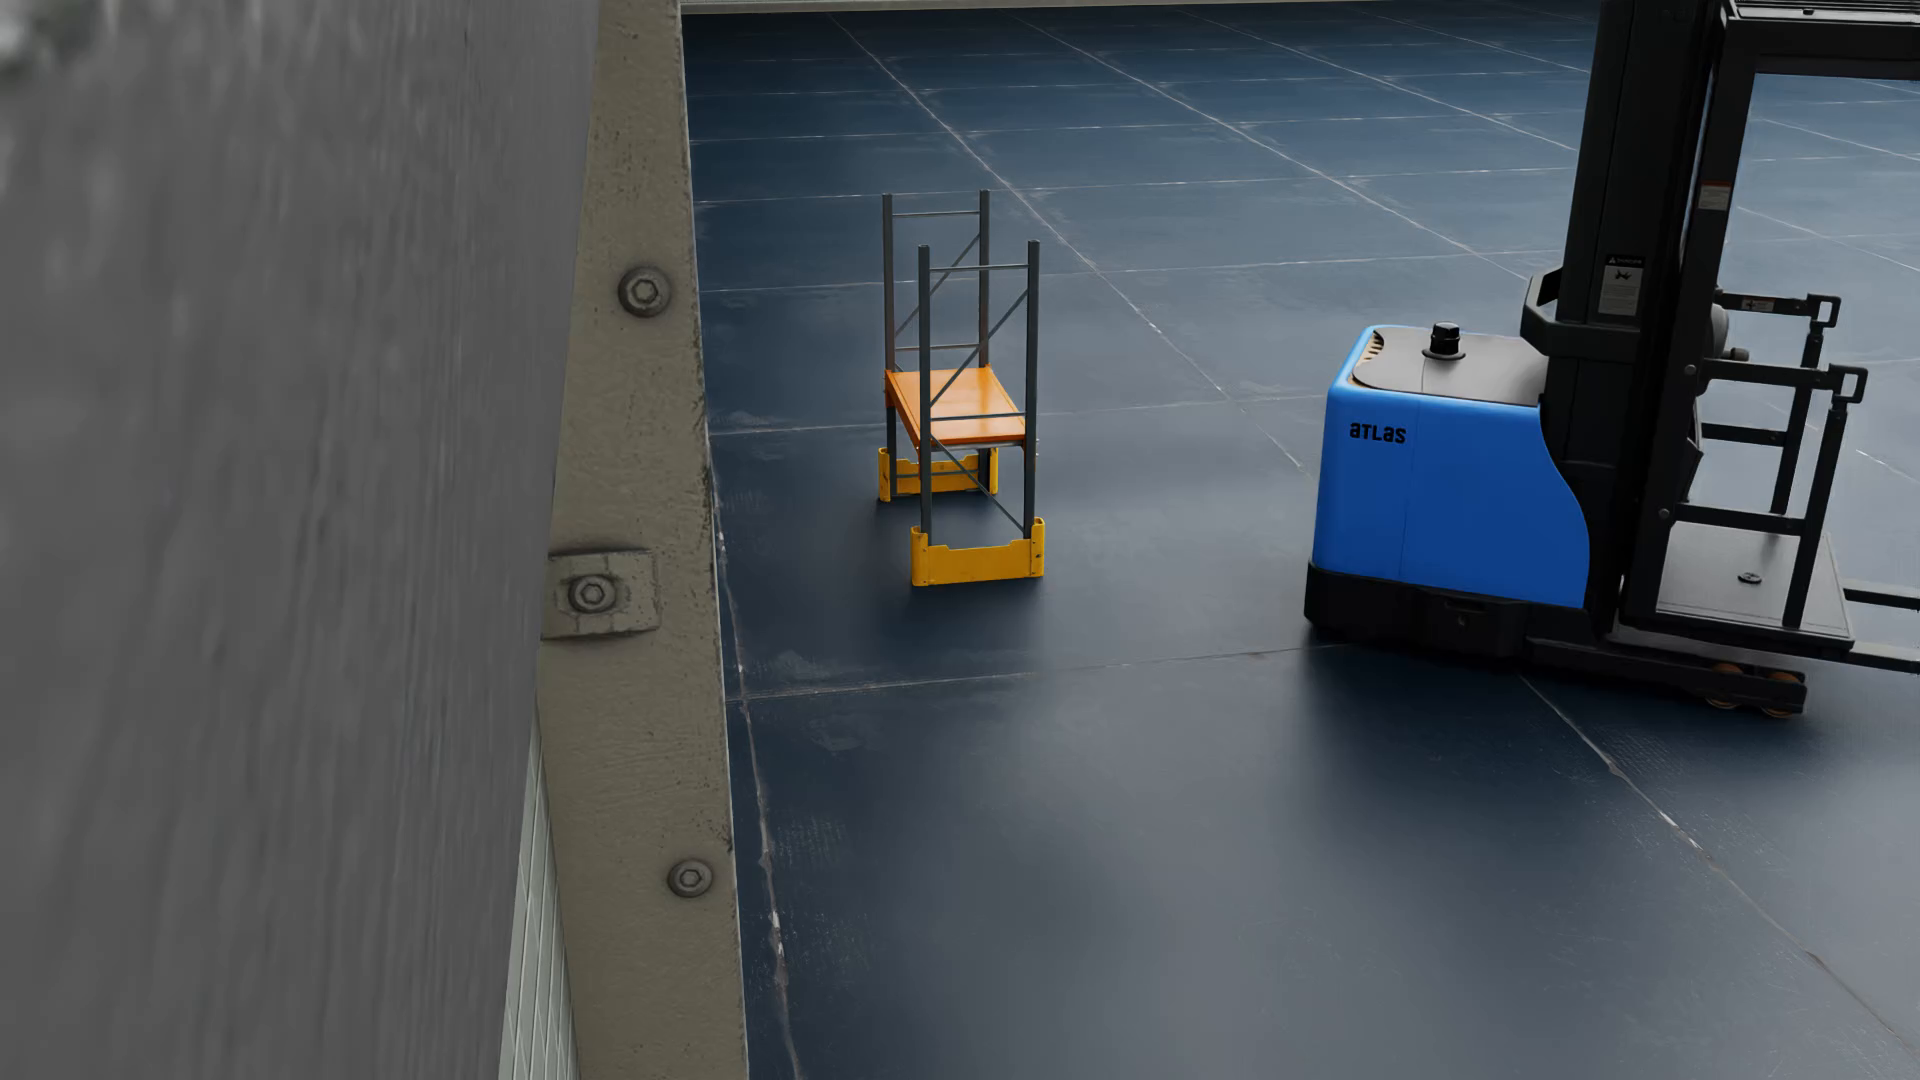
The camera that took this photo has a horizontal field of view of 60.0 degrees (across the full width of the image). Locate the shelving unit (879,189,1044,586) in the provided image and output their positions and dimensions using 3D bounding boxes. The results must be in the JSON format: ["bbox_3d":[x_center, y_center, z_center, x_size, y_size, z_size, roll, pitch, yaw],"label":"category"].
[{"bbox_3d":[-0.014,-0.717,7.518,0.587,1.500,1.083,-4,24,-10],"label":"shelving unit"}]

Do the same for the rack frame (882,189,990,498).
[{"bbox_3d":[-0.110,-0.921,7.984,0.500,1.500,0.032,-4,24,-10],"label":"rack frame"}]

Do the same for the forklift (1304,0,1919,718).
[{"bbox_3d":[2.990,-0.919,6.191,3.031,2.935,1.130,9,25,19],"label":"forklift"}]

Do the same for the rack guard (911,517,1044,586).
[{"bbox_3d":[0.078,0.051,7.320,0.587,0.250,0.087,-4,24,-10],"label":"rack guard"}]

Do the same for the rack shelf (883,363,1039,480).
[{"bbox_3d":[-0.016,-0.556,7.599,0.538,0.185,1.000,-4,24,-10],"label":"rack shelf"}]

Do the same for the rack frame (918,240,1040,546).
[{"bbox_3d":[0.078,-0.521,7.069,0.500,1.500,0.032,-4,24,-10],"label":"rack frame"}]

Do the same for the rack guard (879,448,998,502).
[{"bbox_3d":[-0.106,-0.340,8.217,0.587,0.250,0.087,-4,24,-10],"label":"rack guard"}]
